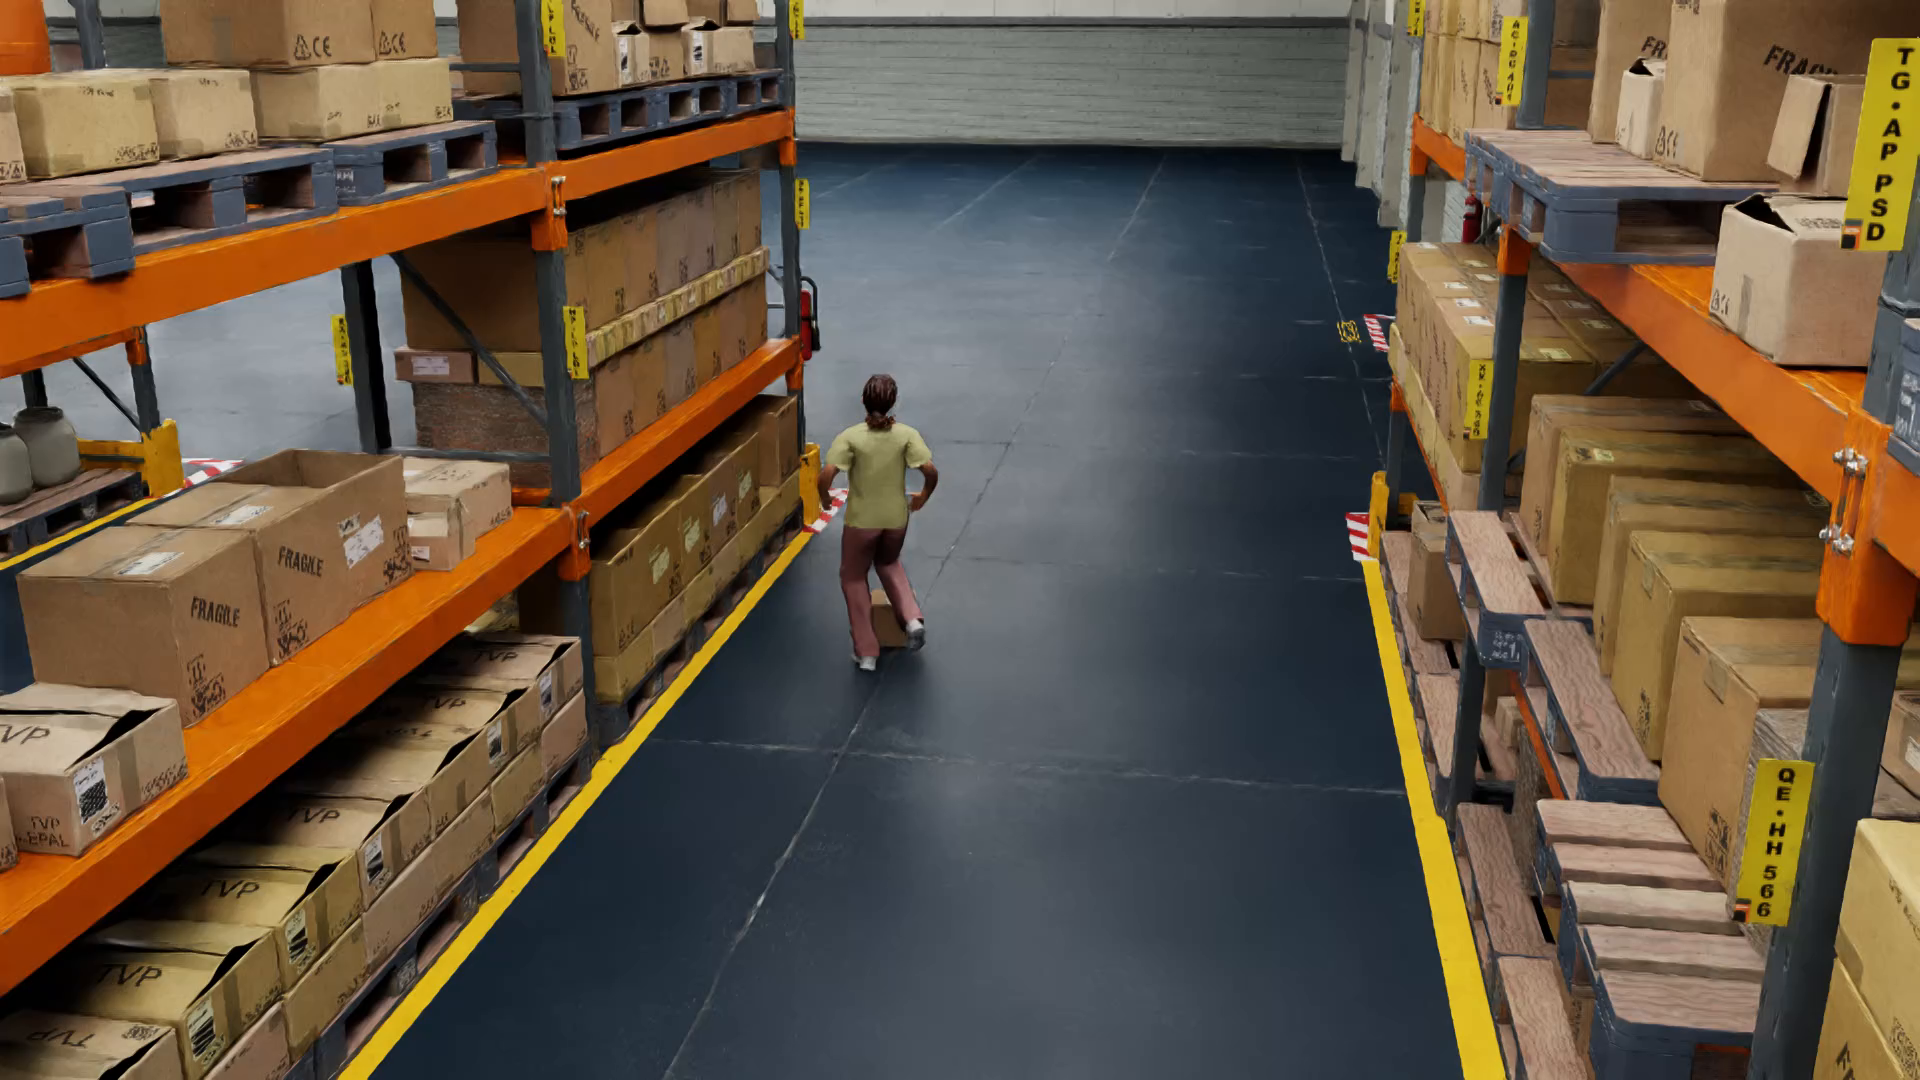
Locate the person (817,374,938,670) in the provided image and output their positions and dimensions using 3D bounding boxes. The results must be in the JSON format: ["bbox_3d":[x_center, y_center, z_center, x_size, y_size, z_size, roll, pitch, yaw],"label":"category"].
[{"bbox_3d":[-0.476,-0.093,8.938,0.636,1.622,0.475,-7,19,-21],"label":"person"}]
